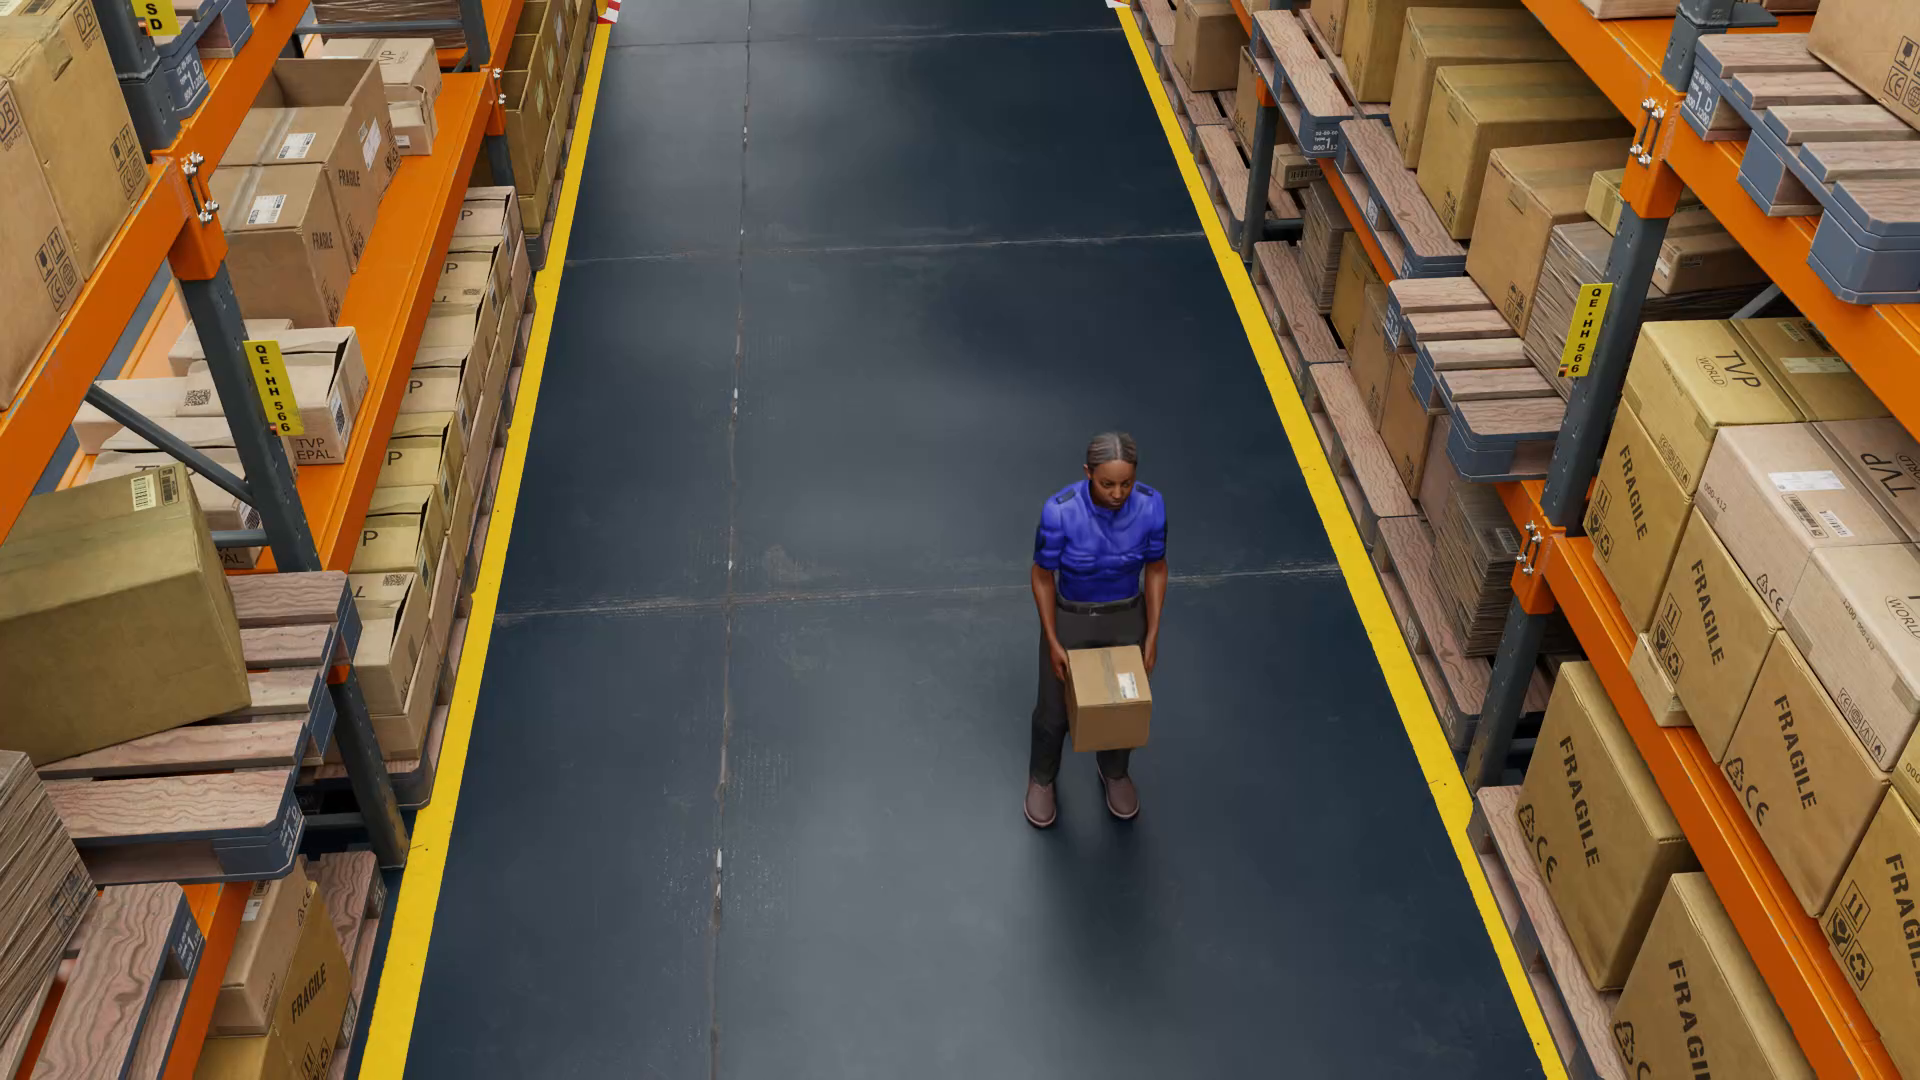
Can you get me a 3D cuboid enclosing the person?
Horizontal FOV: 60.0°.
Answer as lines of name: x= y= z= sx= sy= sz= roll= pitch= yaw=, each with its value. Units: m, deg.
person: x=0.474 y=0.319 z=5.764 sx=0.484 sy=1.662 sz=0.378 roll=-4 pitch=40 yaw=-5
